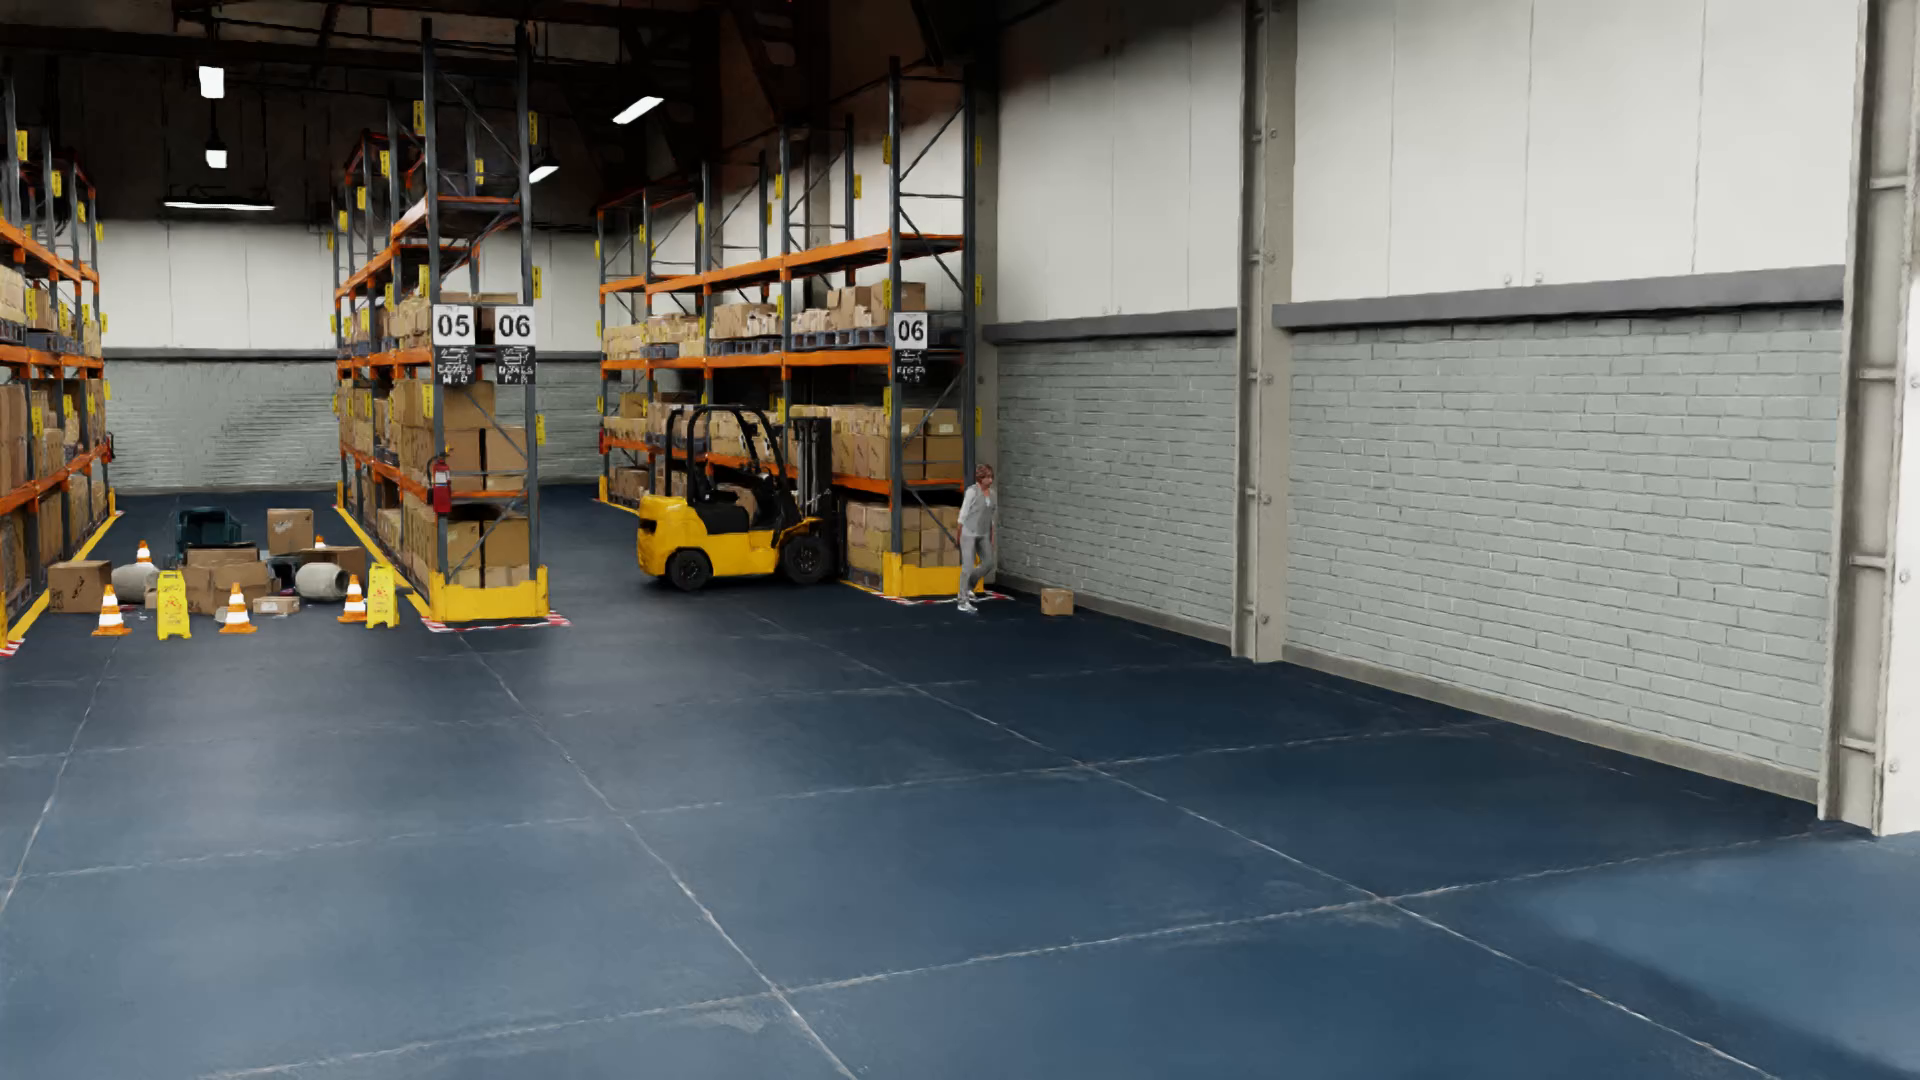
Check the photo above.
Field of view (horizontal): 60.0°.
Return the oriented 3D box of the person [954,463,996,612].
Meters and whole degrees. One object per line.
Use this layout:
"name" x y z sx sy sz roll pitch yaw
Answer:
"person" 0.146 -0.031 17.615 0.420 1.574 0.581 -5 8 -43
